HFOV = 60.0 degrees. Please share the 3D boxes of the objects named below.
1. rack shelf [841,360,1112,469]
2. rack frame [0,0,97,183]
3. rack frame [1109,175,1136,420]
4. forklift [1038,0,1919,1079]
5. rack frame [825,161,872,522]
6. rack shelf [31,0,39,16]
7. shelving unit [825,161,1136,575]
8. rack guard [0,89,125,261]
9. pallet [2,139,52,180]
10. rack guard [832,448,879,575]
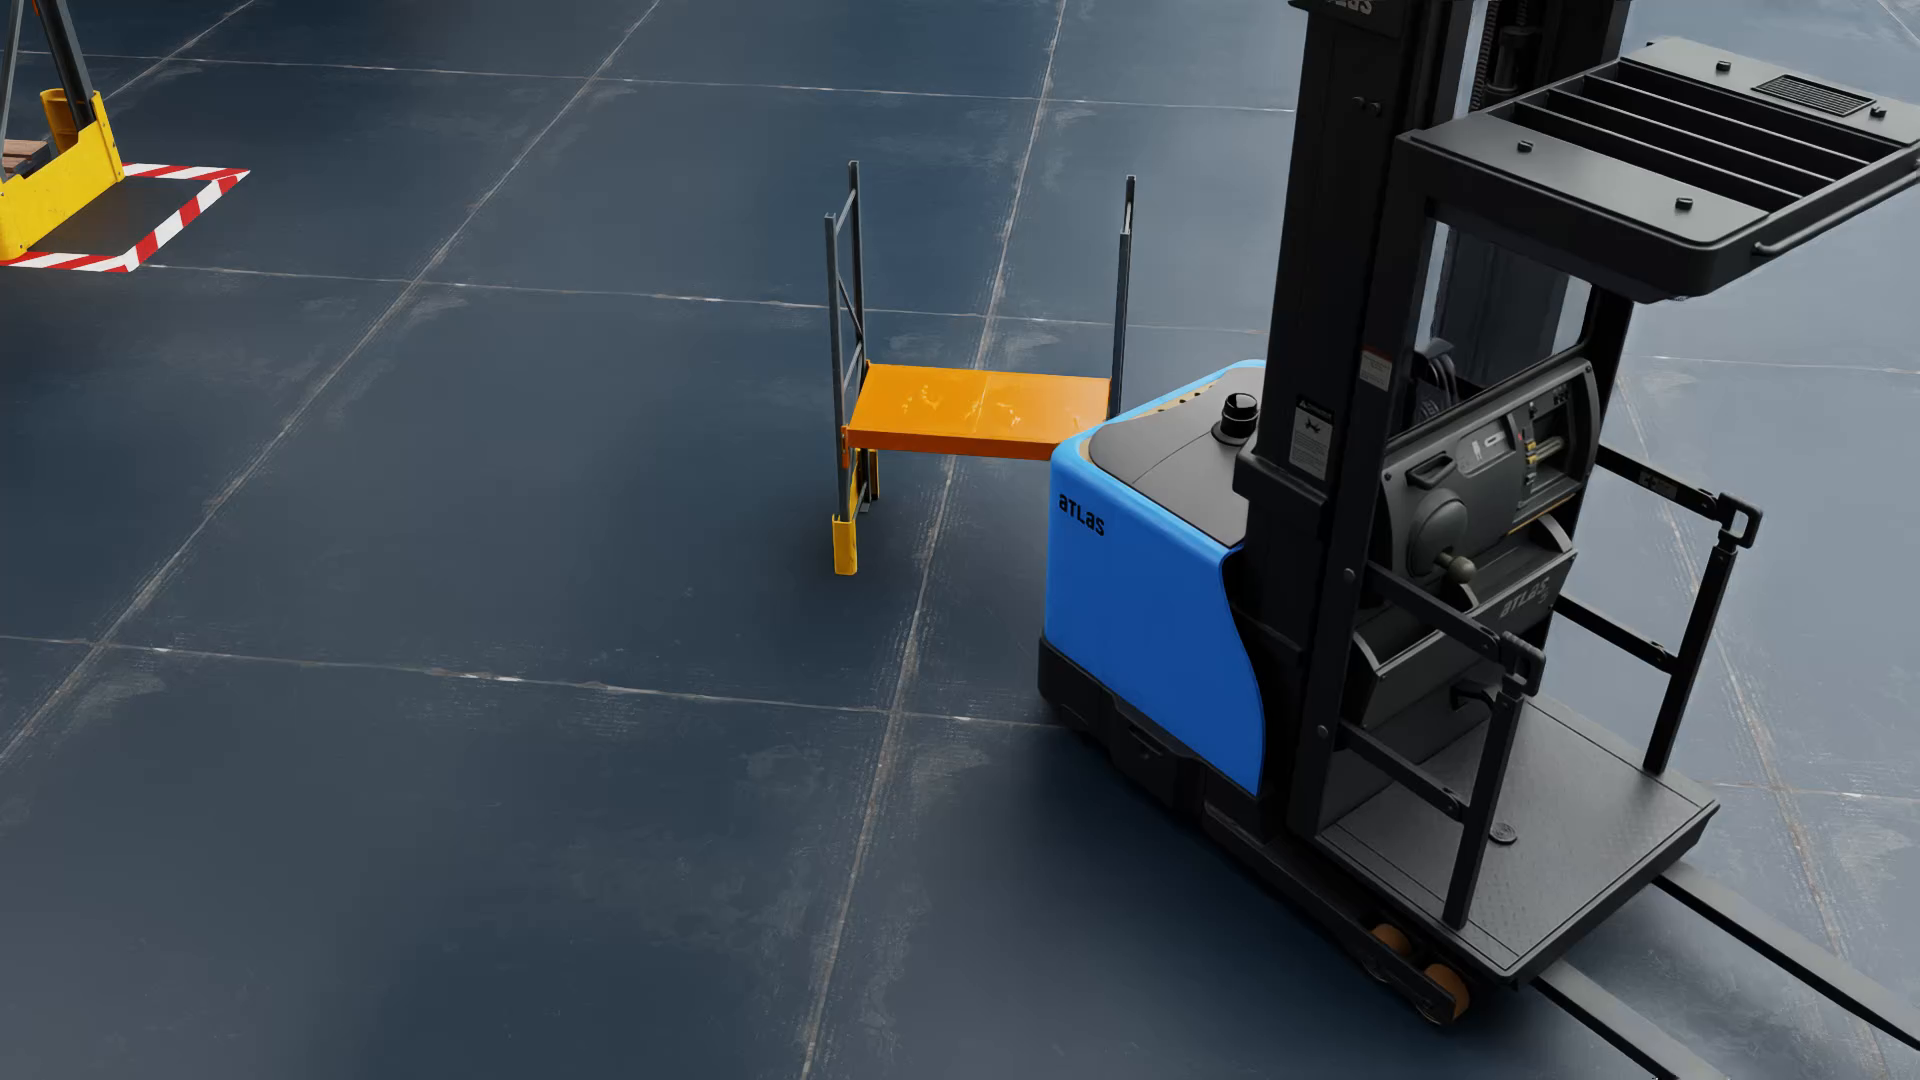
[{"bbox_3d":[0.085,-0.458,6.410,1.000,0.185,0.538,4,36,6],"label":"rack shelf"},{"bbox_3d":[-5.039,-3.069,8.468,0.127,3.000,1.000,4,36,6],"label":"rack frame"},{"bbox_3d":[0.589,-0.567,6.253,0.032,1.500,0.500,4,36,6],"label":"rack frame"},{"bbox_3d":[1.592,-0.132,4.412,1.130,2.935,3.031,-25,43,-31],"label":"forklift"},{"bbox_3d":[-0.420,-0.642,6.358,0.032,1.500,0.500,4,36,6],"label":"rack frame"},{"bbox_3d":[-7.023,-2.924,8.884,4.000,0.370,1.077,4,36,6],"label":"rack shelf"},{"bbox_3d":[0.076,-0.605,6.306,1.083,1.500,0.587,4,36,6],"label":"shelving unit"},{"bbox_3d":[-5.120,-2.030,9.164,0.348,0.500,1.175,4,36,6],"label":"rack guard"},{"bbox_3d":[-5.925,-1.975,9.336,1.213,0.211,1.003,4,36,6],"label":"pallet"},{"bbox_3d":[-0.418,-0.133,6.721,0.087,0.250,0.587,4,36,6],"label":"rack guard"}]
